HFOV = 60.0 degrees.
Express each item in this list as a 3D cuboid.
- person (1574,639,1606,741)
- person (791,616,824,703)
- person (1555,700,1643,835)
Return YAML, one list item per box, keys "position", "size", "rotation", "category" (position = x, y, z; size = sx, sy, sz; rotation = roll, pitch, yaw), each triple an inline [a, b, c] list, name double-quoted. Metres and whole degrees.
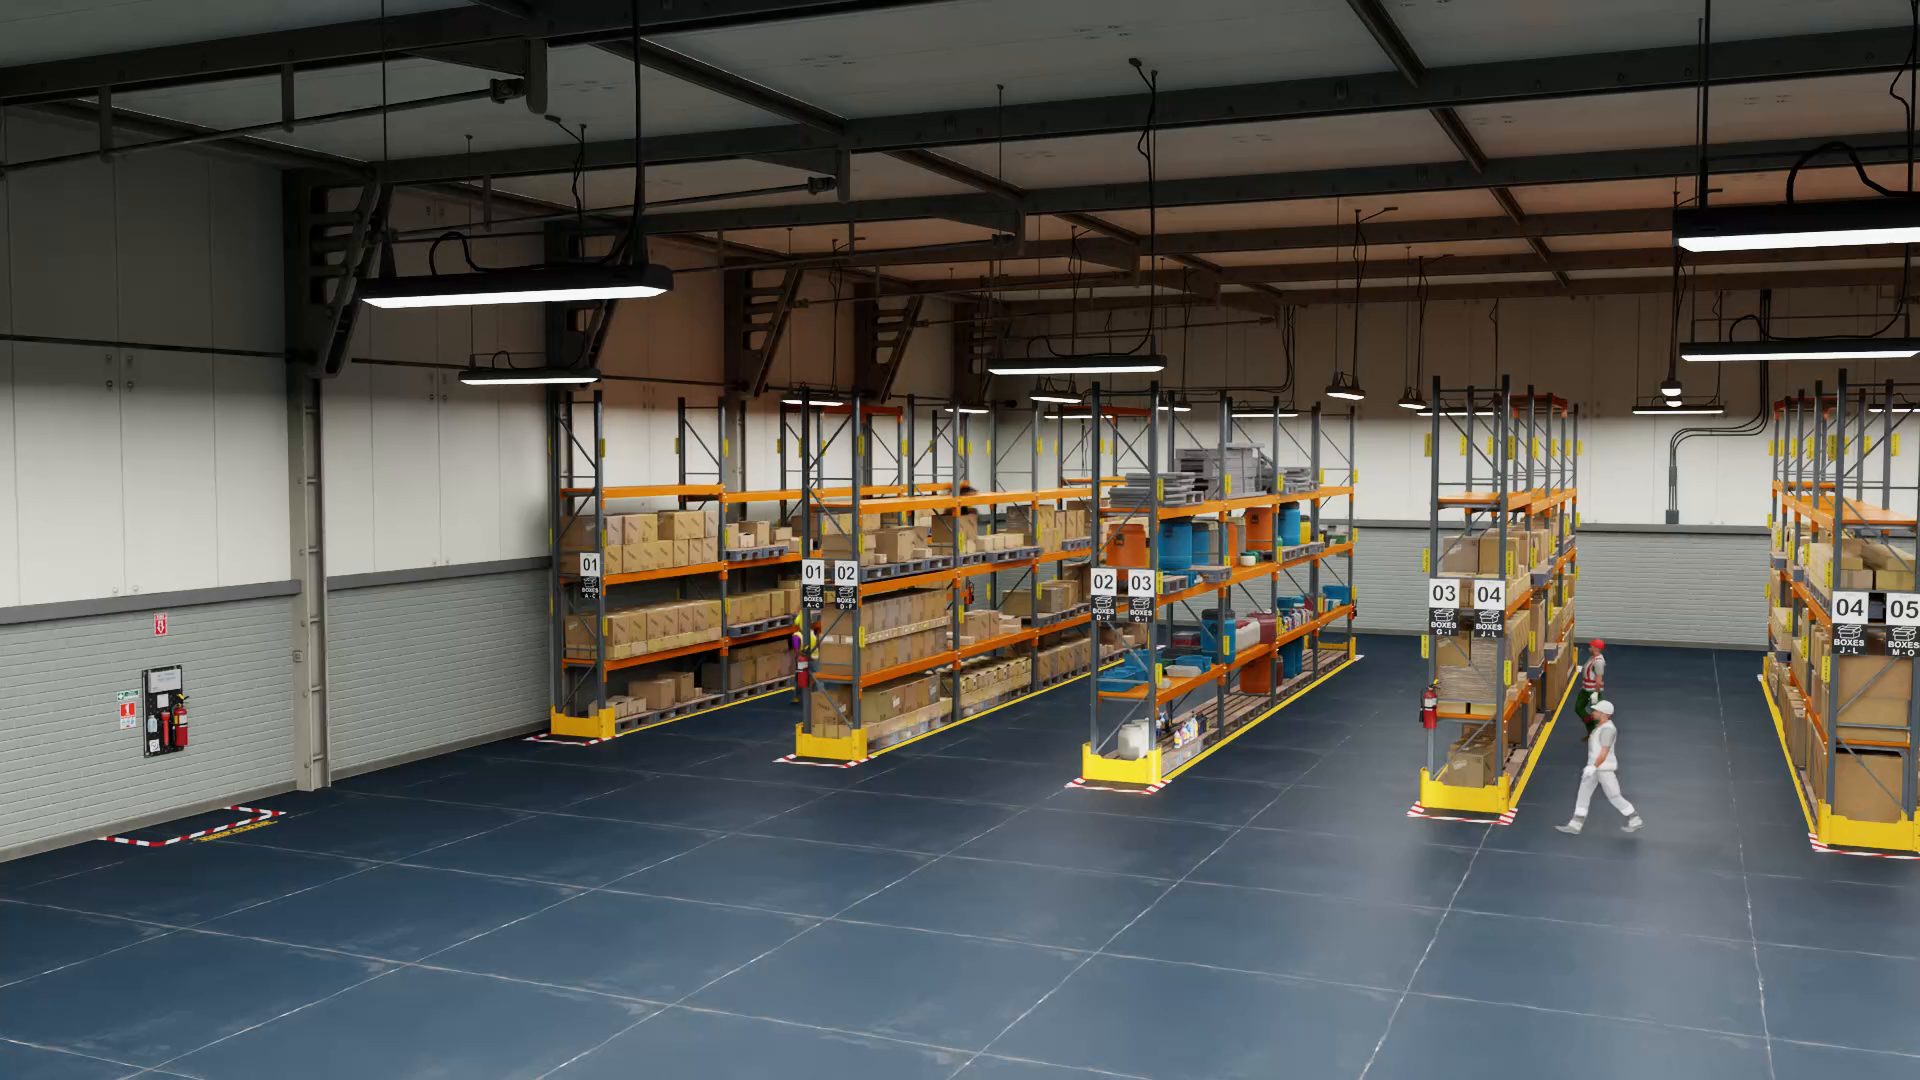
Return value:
- position: [10.652, 2.549, 27.994]
  size: [0.393, 1.787, 0.681]
  rotation: [0, 3, -6]
  category: "person"
- position: [-2.928, 2.338, 32.433]
  size: [0.701, 1.716, 0.828]
  rotation: [-2, 4, -29]
  category: "person"
- position: [8.252, 2.943, 21.390]
  size: [1.056, 1.759, 0.507]
  rotation: [0, 3, -5]
  category: "person"
